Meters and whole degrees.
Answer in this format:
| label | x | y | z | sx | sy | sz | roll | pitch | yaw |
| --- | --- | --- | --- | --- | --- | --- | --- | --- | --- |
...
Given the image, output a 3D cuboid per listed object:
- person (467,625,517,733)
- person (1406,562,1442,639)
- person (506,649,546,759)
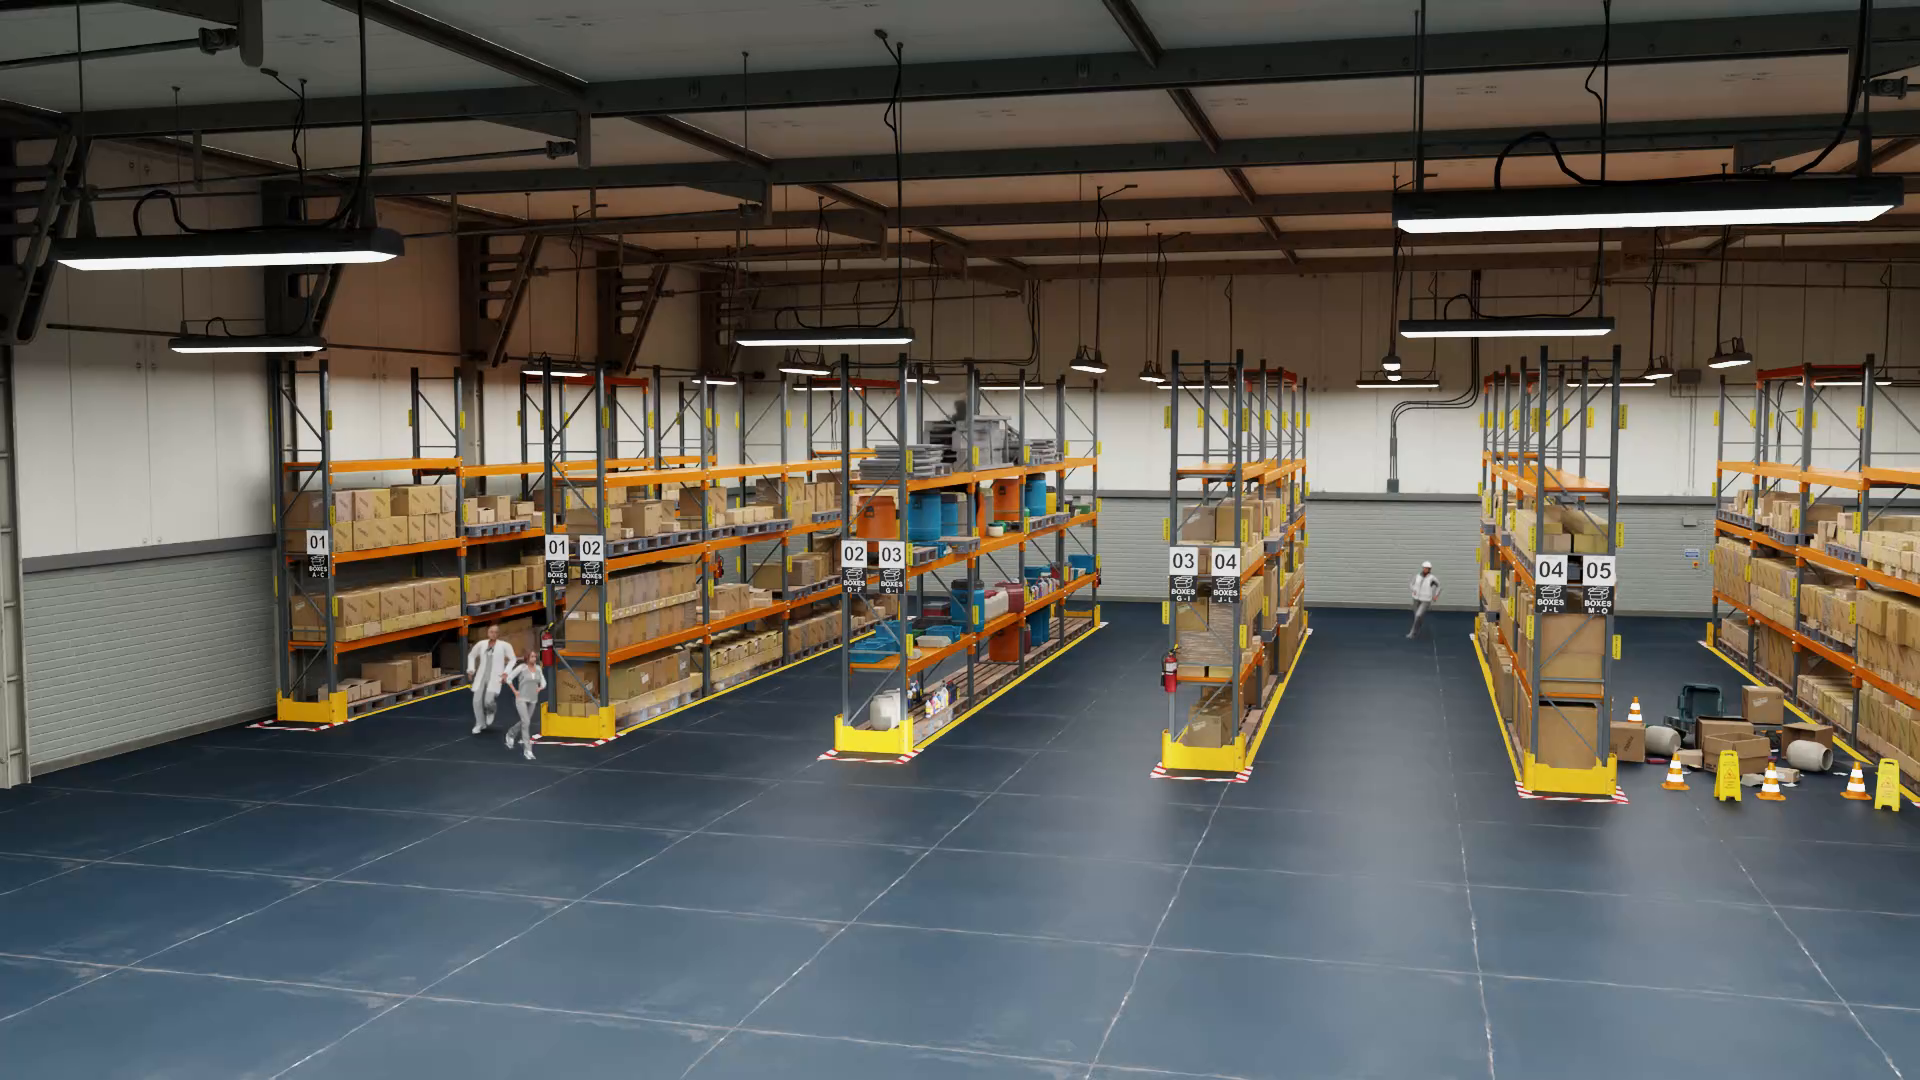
| label | x | y | z | sx | sy | sz | roll | pitch | yaw |
| --- | --- | --- | --- | --- | --- | --- | --- | --- | --- |
| person | -7.554 | 2.235 | 26.776 | 0.769 | 1.728 | 0.587 | 0 | 4 | 2 |
| person | 10.610 | 1.364 | 38.075 | 0.727 | 1.756 | 0.914 | 4 | 5 | 41 |
| person | -6.501 | 2.429 | 24.946 | 0.566 | 1.596 | 0.825 | -4 | 6 | -45 |
